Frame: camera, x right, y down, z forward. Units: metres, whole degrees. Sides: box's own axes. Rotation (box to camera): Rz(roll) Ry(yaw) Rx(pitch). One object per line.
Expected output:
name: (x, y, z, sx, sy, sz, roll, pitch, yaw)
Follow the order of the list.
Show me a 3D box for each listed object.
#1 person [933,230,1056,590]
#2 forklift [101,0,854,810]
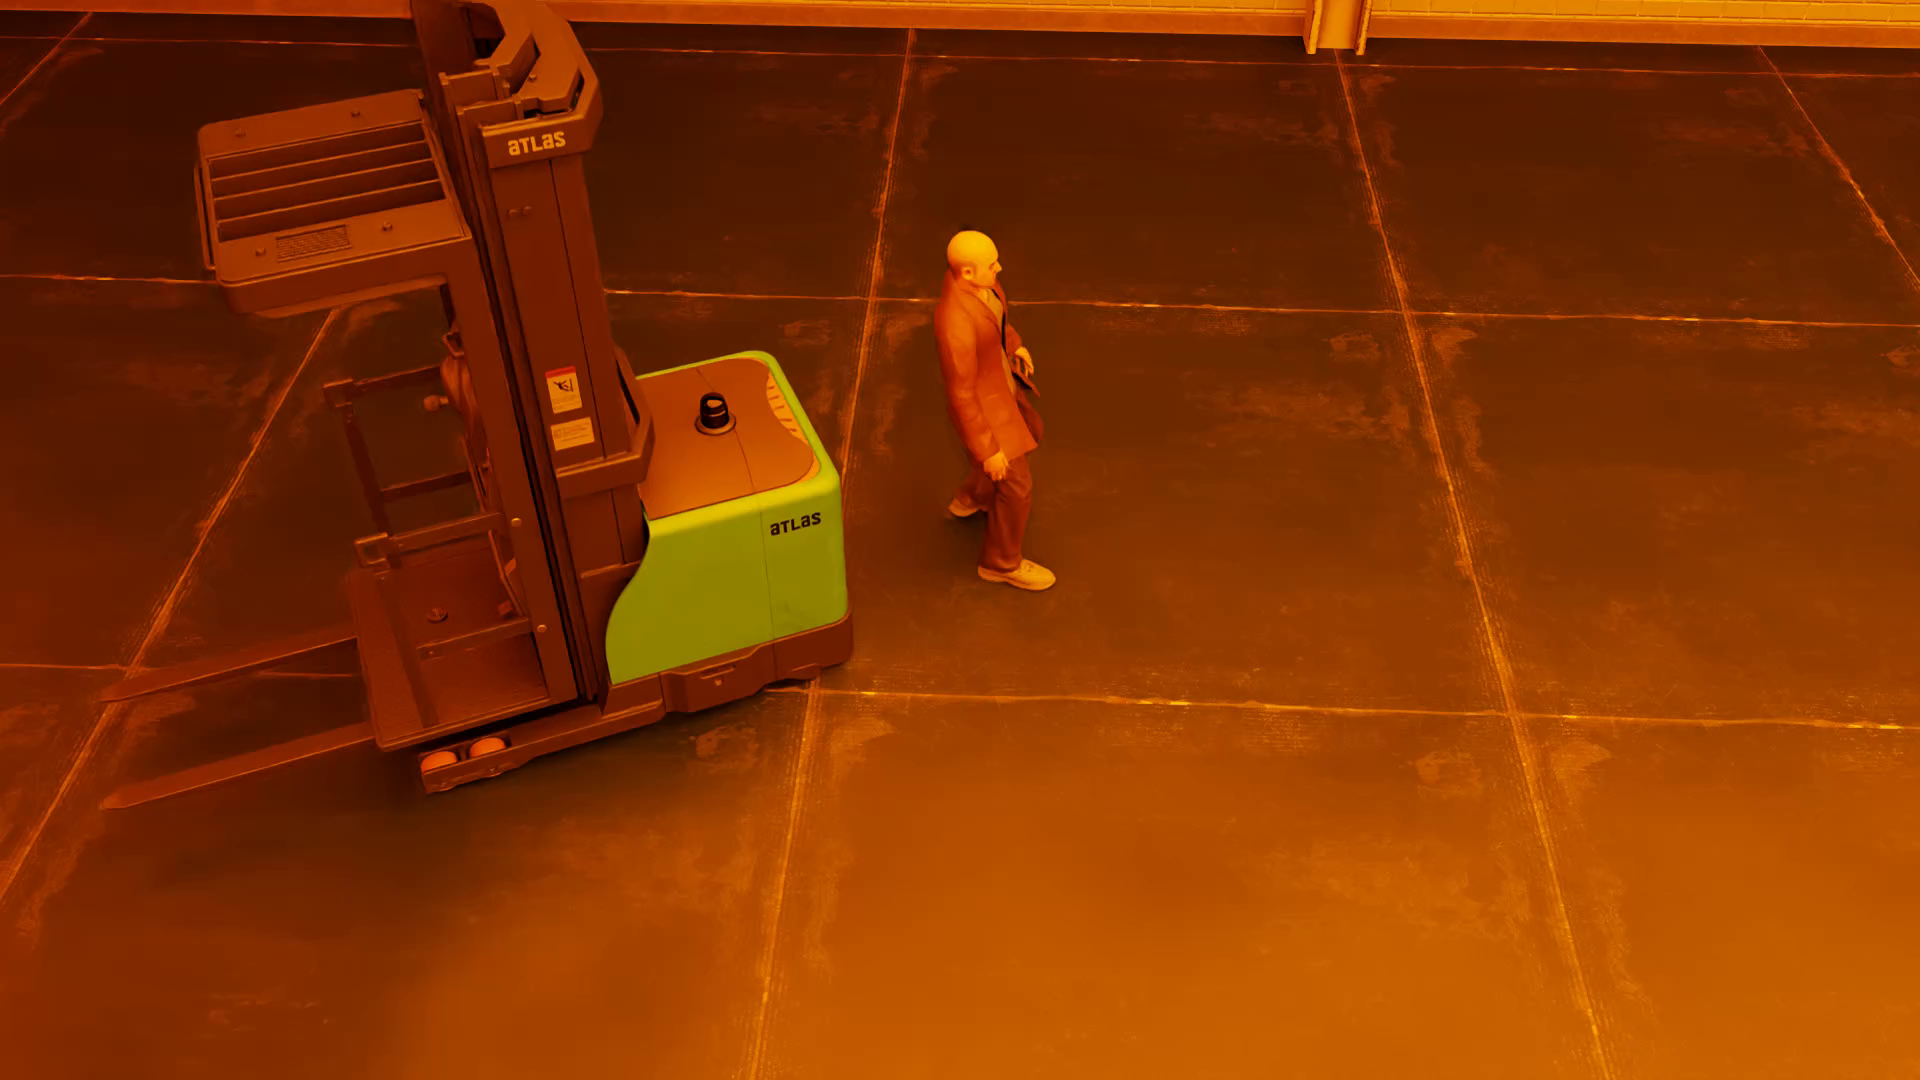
person: (0.188, -0.604, 7.311, 0.583, 1.708, 0.799, 6, 43, 6)
forklift: (-2.035, -0.464, 6.250, 3.031, 2.935, 1.130, -15, 45, -16)
